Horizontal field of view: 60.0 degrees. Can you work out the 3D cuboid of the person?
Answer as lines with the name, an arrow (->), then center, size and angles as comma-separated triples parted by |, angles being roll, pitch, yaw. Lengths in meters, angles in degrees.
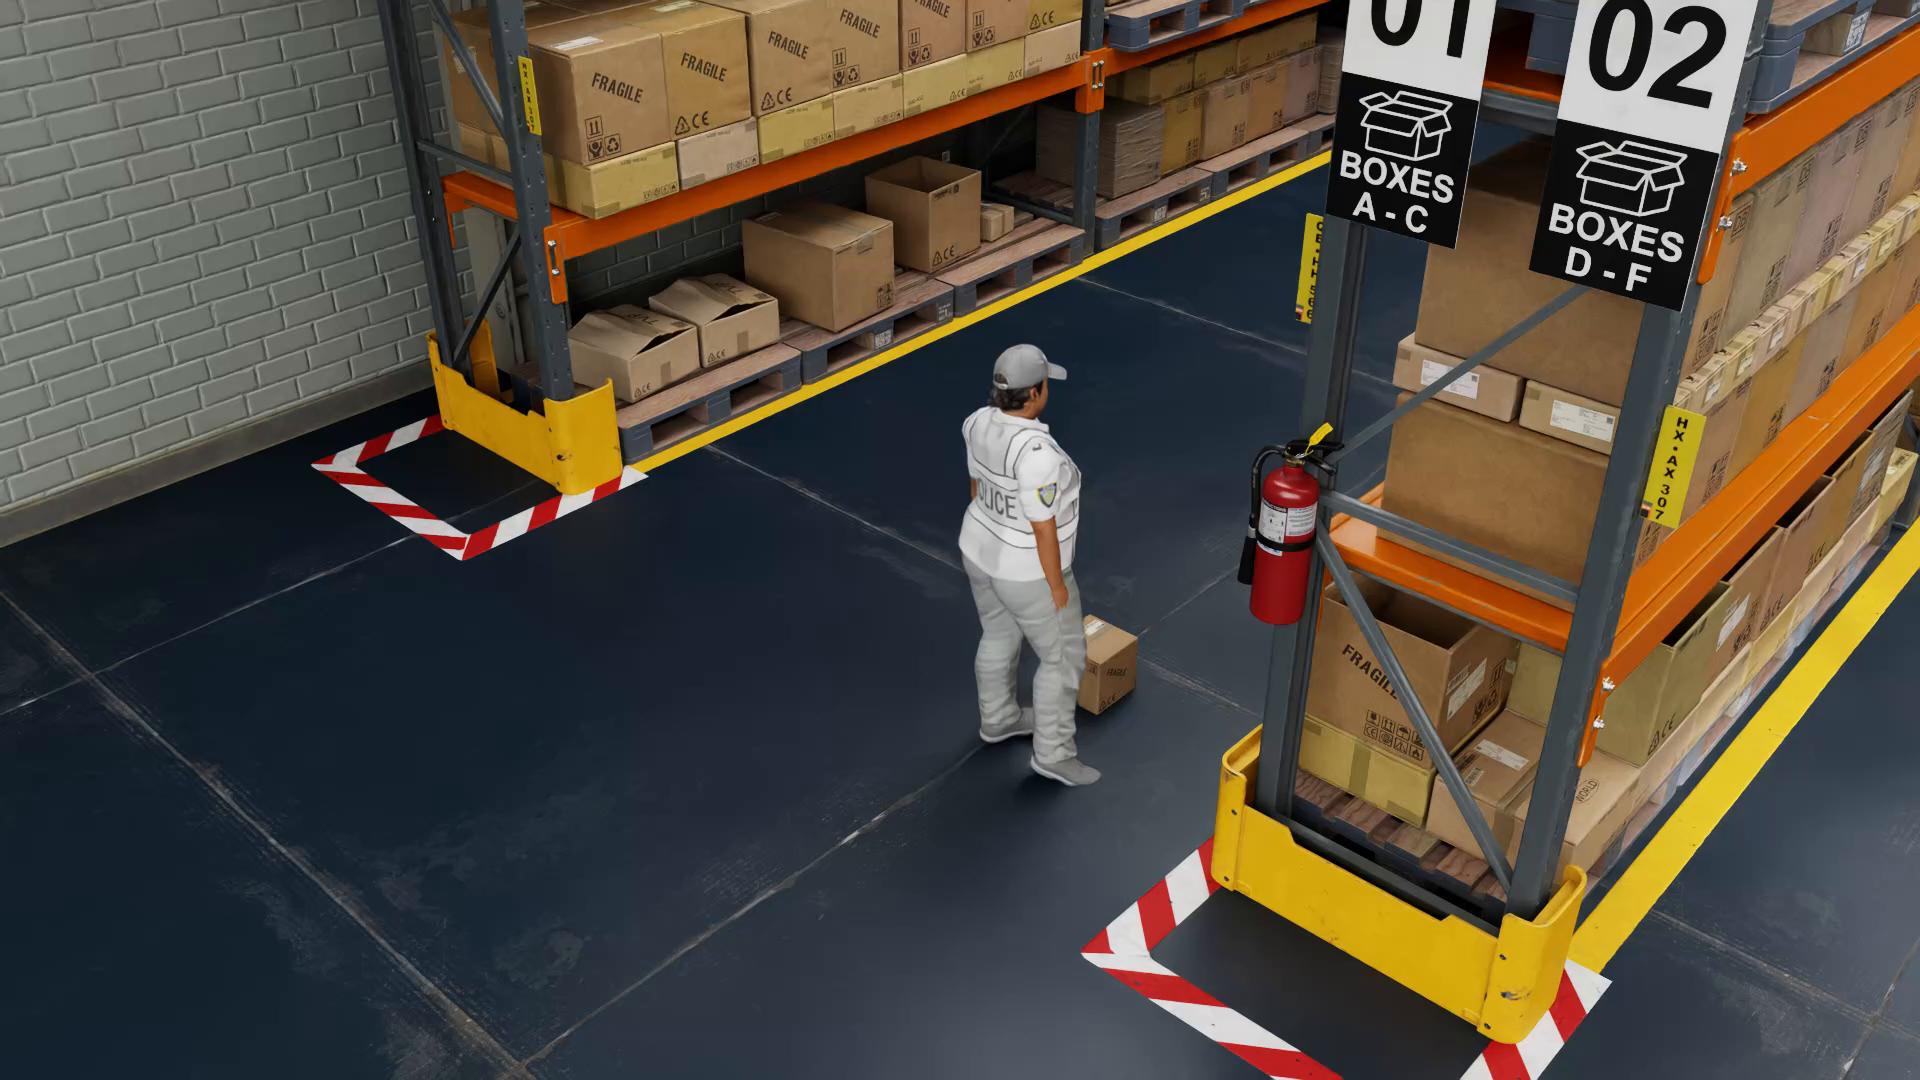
person -> 0.244, 0.121, 5.967 | 0.391, 1.715, 0.602 | -18, 36, -26
